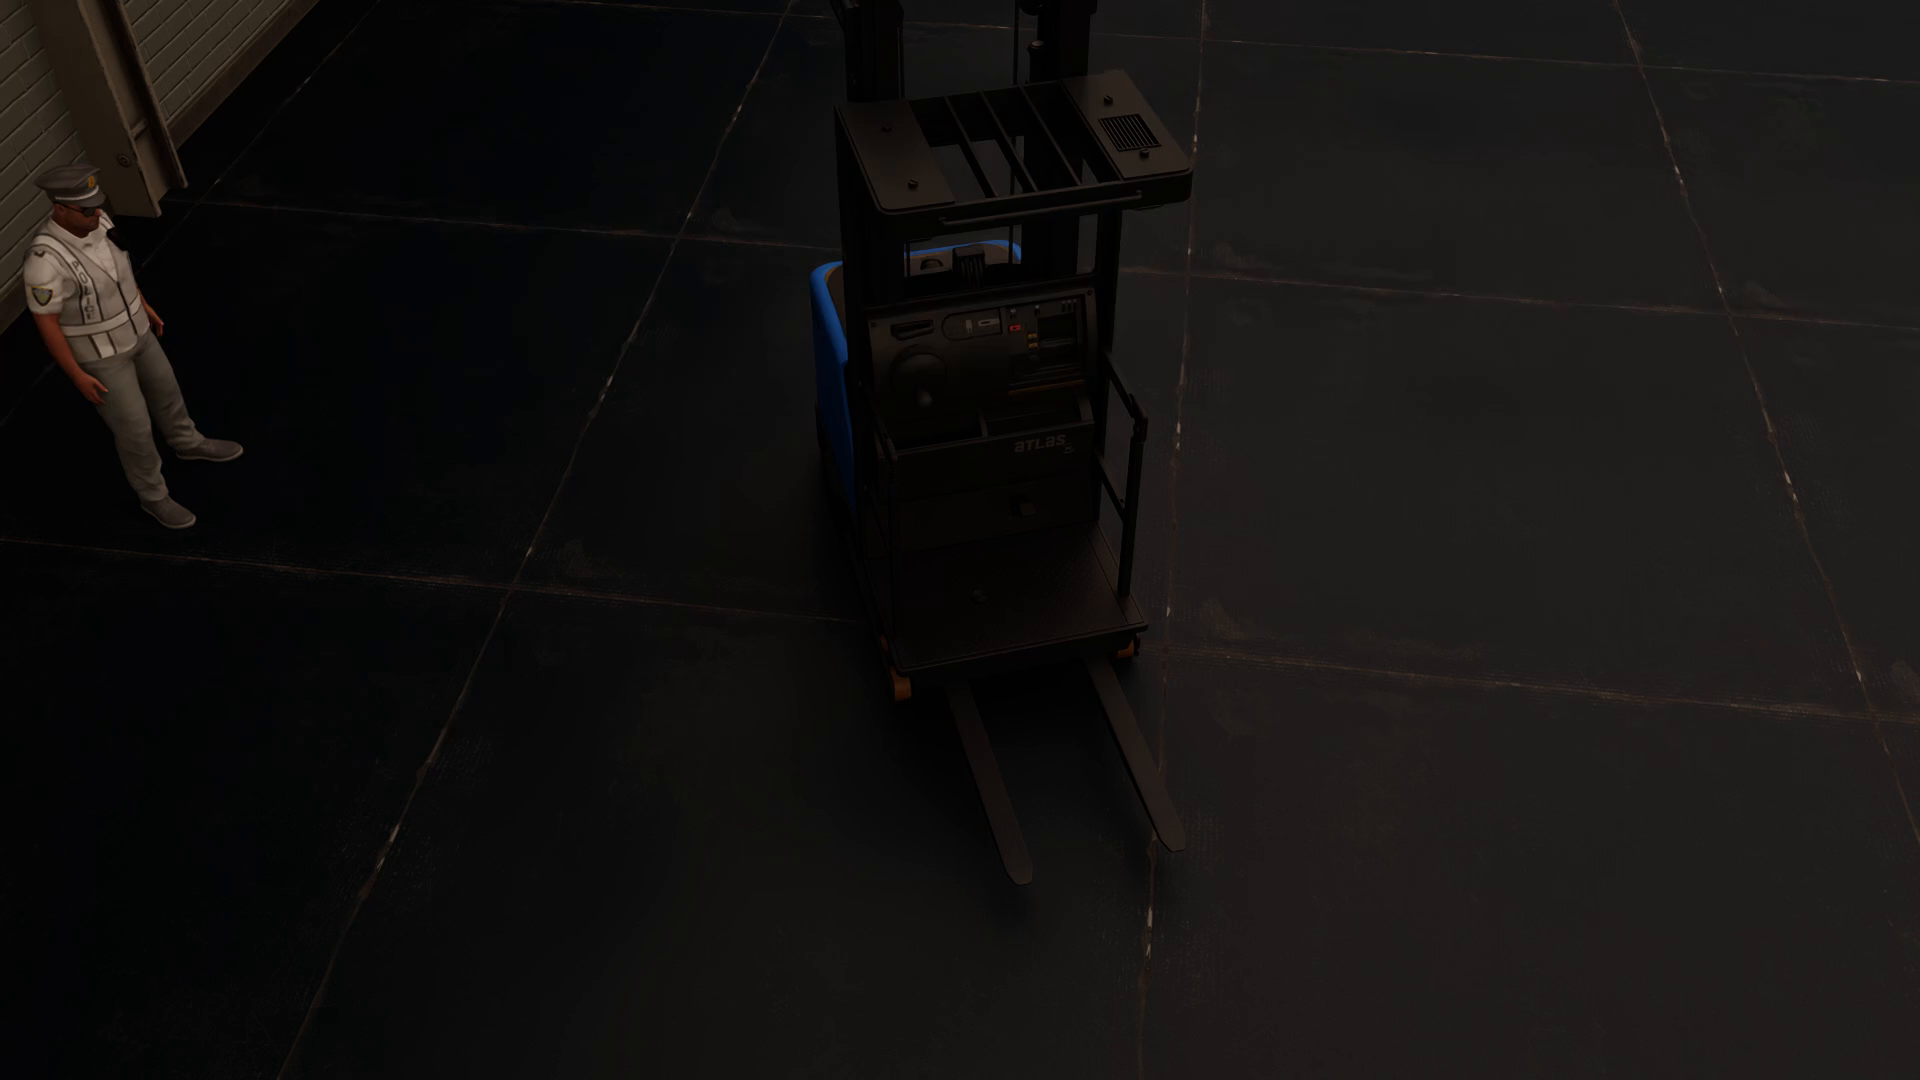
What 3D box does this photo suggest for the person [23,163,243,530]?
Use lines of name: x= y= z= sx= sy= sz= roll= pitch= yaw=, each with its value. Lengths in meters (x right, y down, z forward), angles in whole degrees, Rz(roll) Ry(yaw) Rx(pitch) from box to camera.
person: x=-3.851 y=-0.907 z=7.588 sx=0.465 sy=1.752 sz=0.663 roll=7 pitch=43 yaw=7

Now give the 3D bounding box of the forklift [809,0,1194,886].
forklift: x=0.153 y=-0.681 z=6.465 sx=1.130 sy=2.935 sz=3.031 roll=-10 pitch=44 yaw=-11
